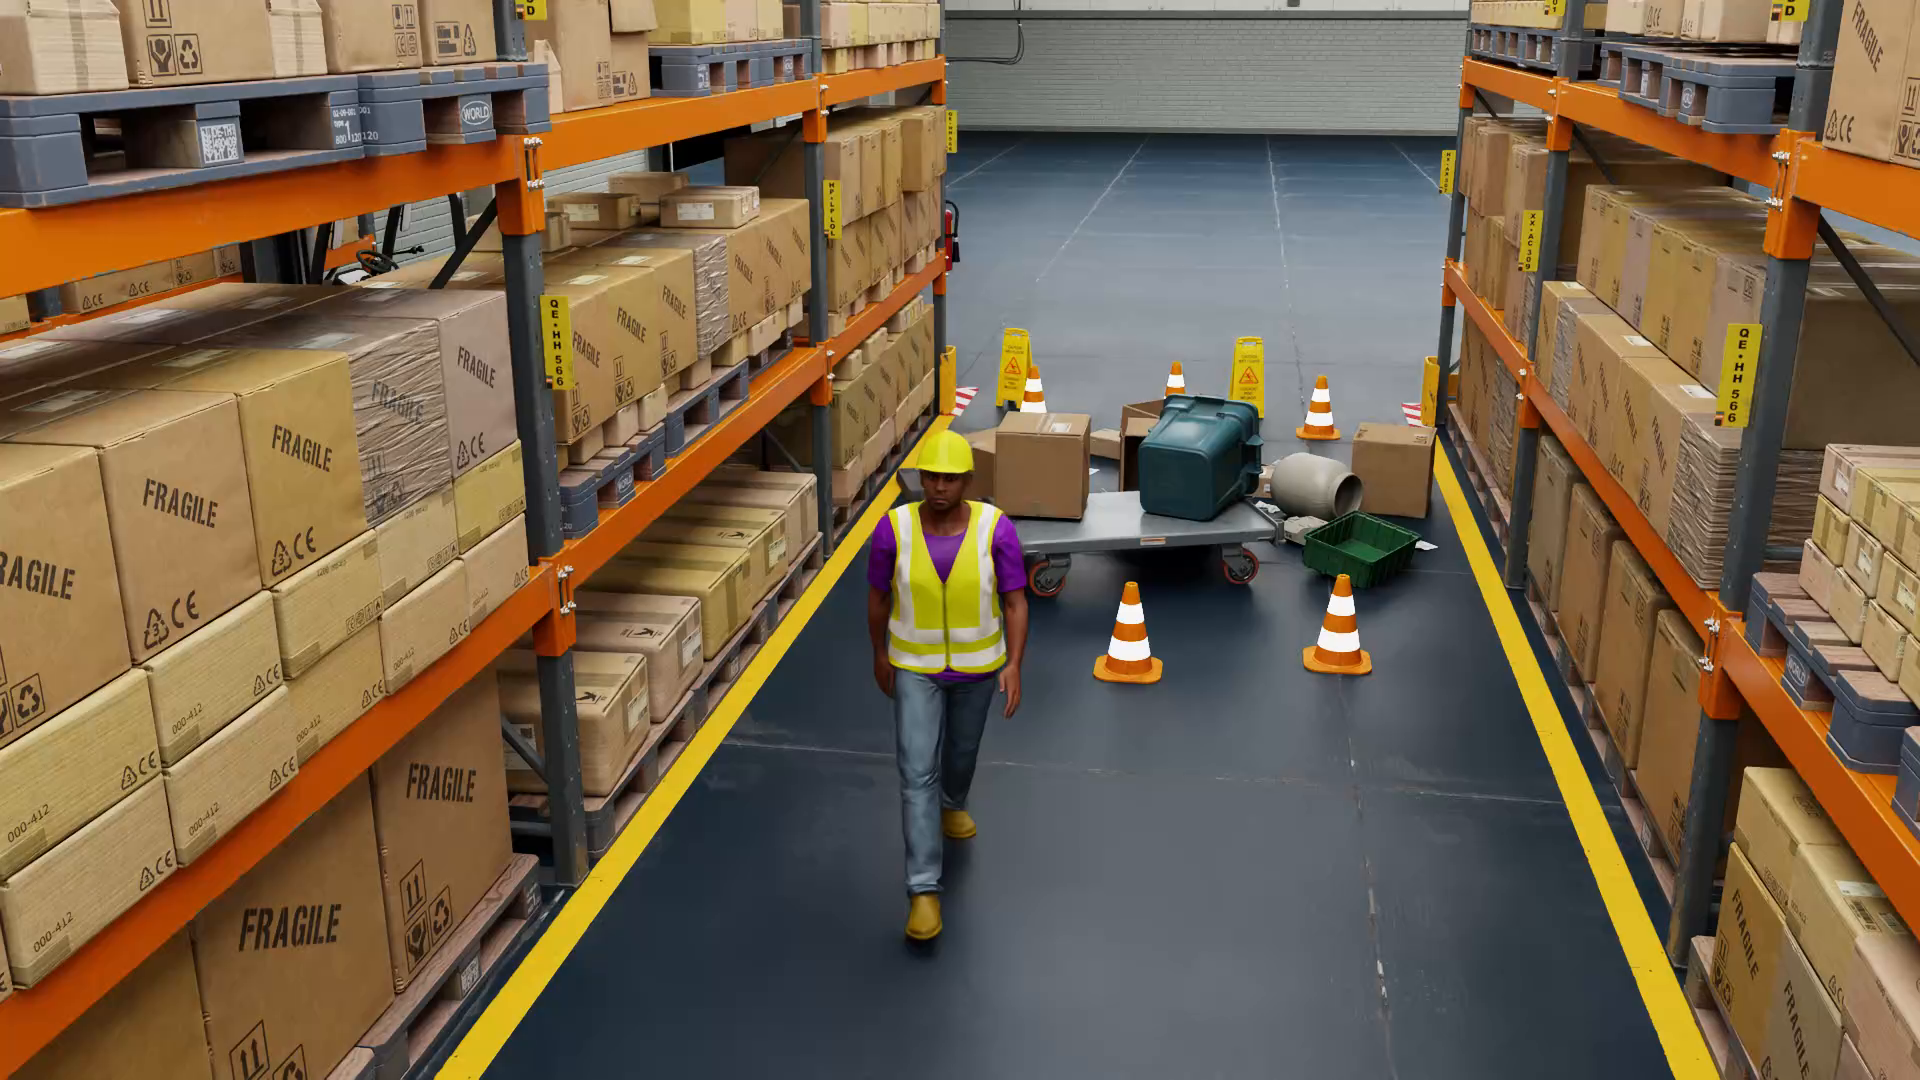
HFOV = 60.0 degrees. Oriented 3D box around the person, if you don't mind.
[{"bbox_3d":[-0.040,0.457,6.033,0.580,1.703,1.053,-1,18,-4],"label":"person"}]
